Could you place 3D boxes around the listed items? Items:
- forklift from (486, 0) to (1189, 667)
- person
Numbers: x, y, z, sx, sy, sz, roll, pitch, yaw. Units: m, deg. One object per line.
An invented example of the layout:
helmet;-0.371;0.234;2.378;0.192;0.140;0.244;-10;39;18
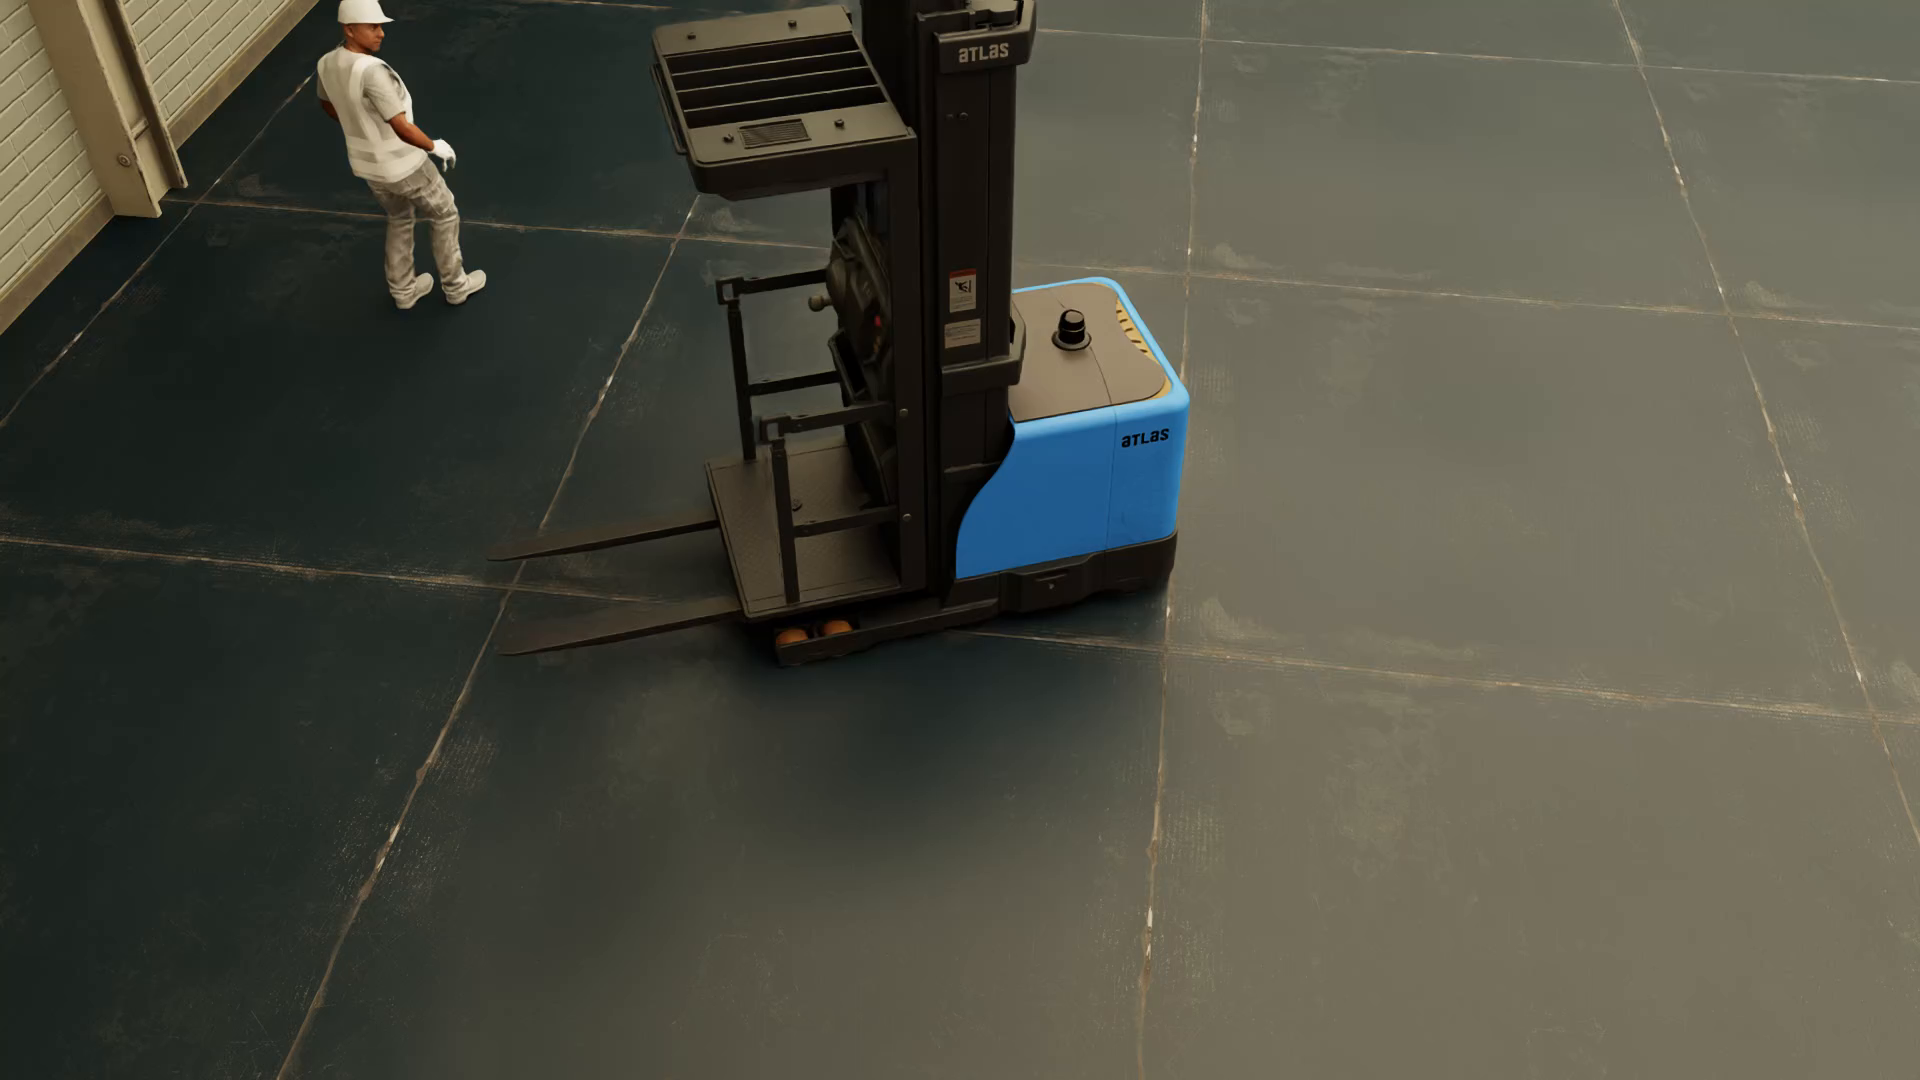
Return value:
forklift;-0.593;-0.928;6.734;3.031;2.935;1.130;-11;44;-12
person;-2.994;-2.052;8.835;0.765;1.748;0.510;22;47;22
